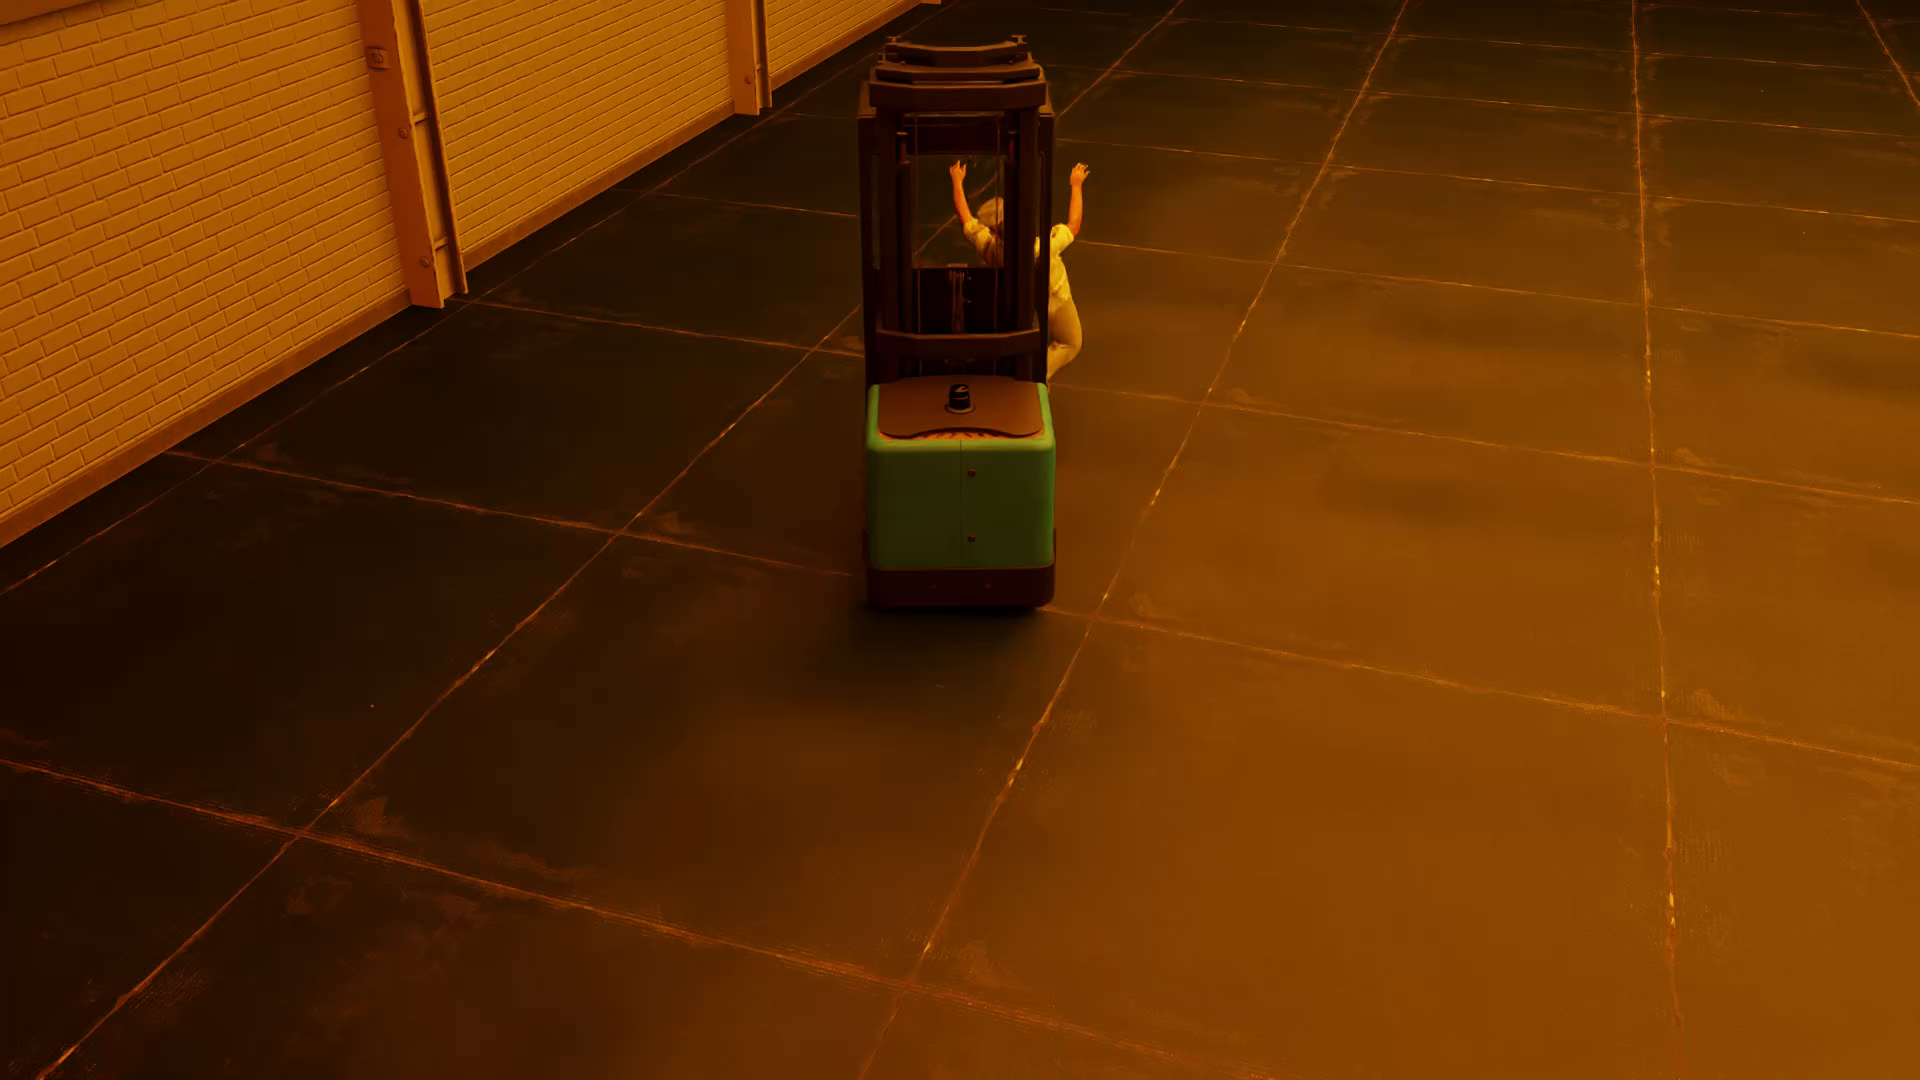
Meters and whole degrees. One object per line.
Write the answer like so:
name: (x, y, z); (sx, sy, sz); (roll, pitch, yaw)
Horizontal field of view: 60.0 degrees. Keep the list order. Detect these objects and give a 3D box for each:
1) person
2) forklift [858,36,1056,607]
person: (0.363, -1.800, 11.478); (1.025, 1.654, 0.839); (20, 35, 31)
forklift: (-0.030, -1.592, 9.929); (1.130, 2.935, 3.031); (-1, 30, -1)
